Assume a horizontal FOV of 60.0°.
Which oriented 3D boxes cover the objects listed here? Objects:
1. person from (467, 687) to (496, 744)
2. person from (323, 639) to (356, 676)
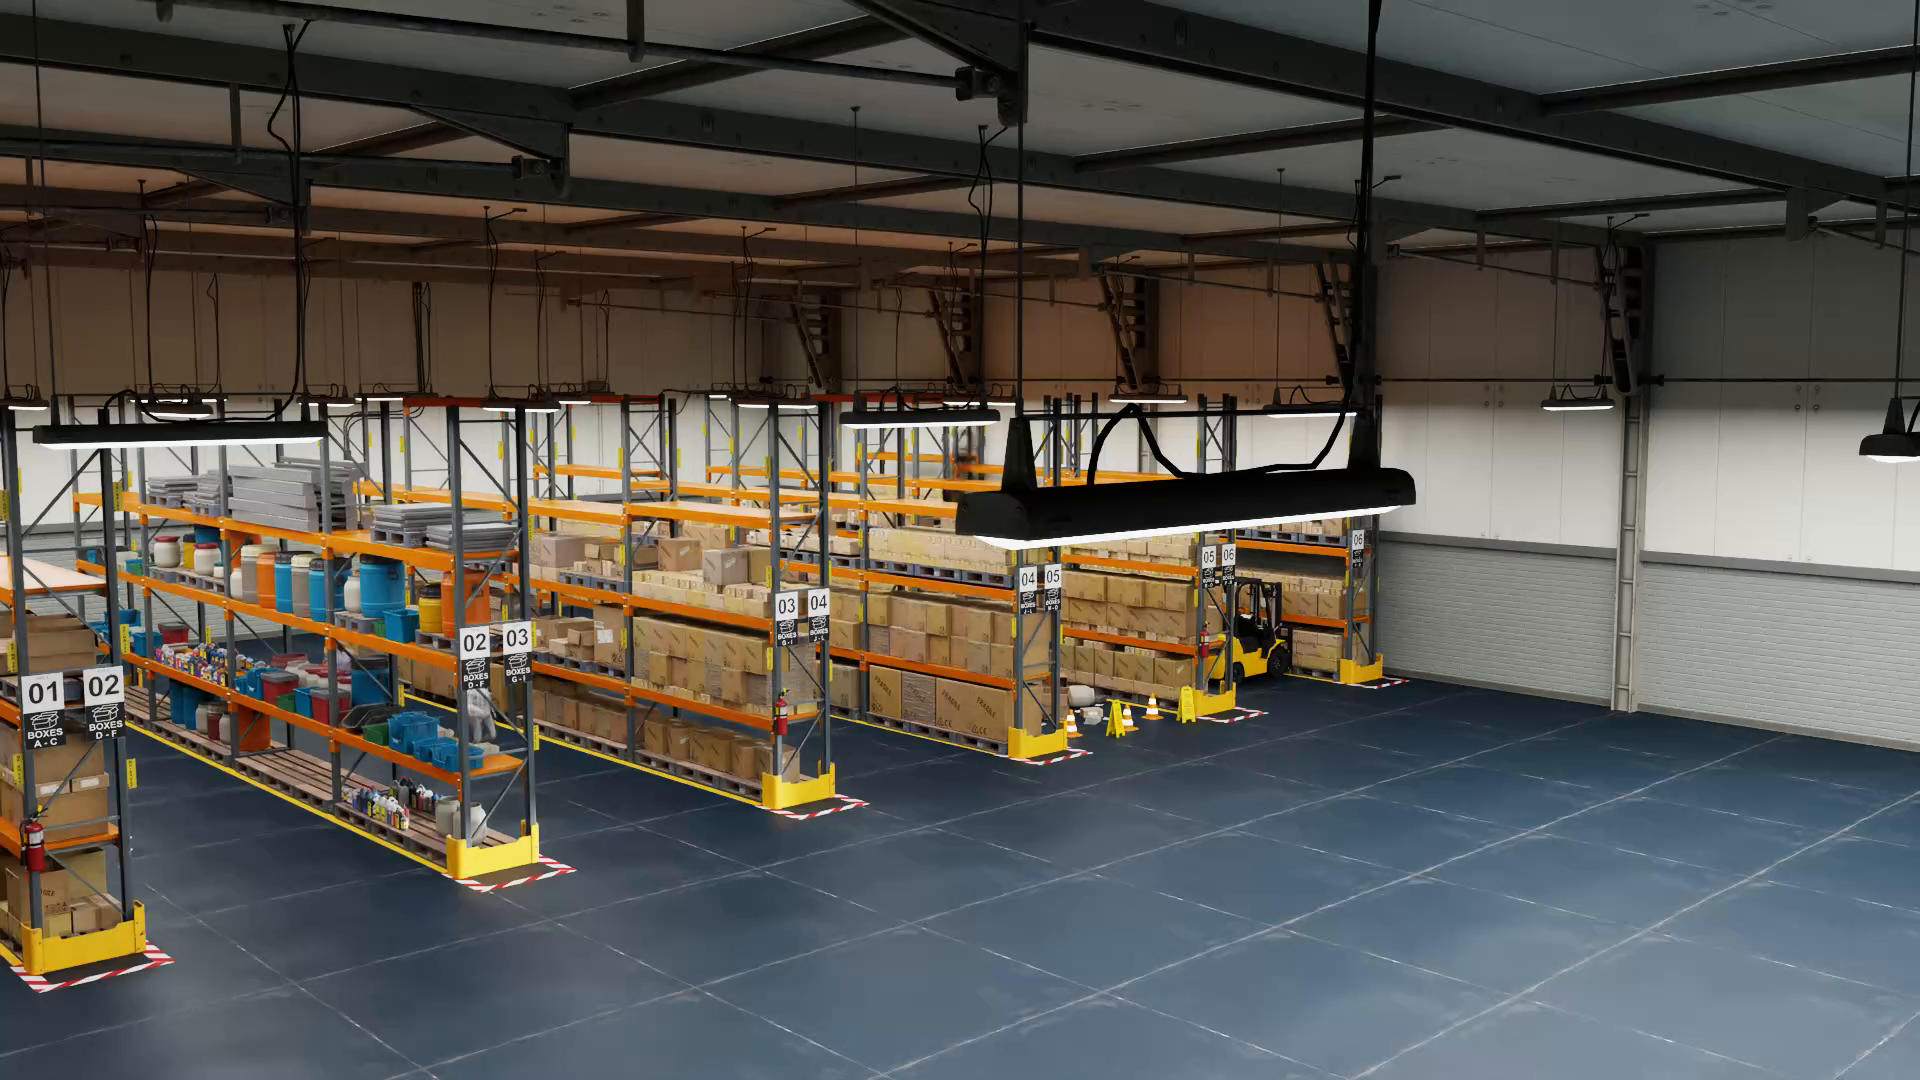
[{"bbox_3d":[-7.813,2.879,27.220,0.634,1.648,0.592,5,8,44],"label":"person"},{"bbox_3d":[-11.242,2.588,30.323,0.850,1.681,0.588,5,8,44],"label":"person"}]
